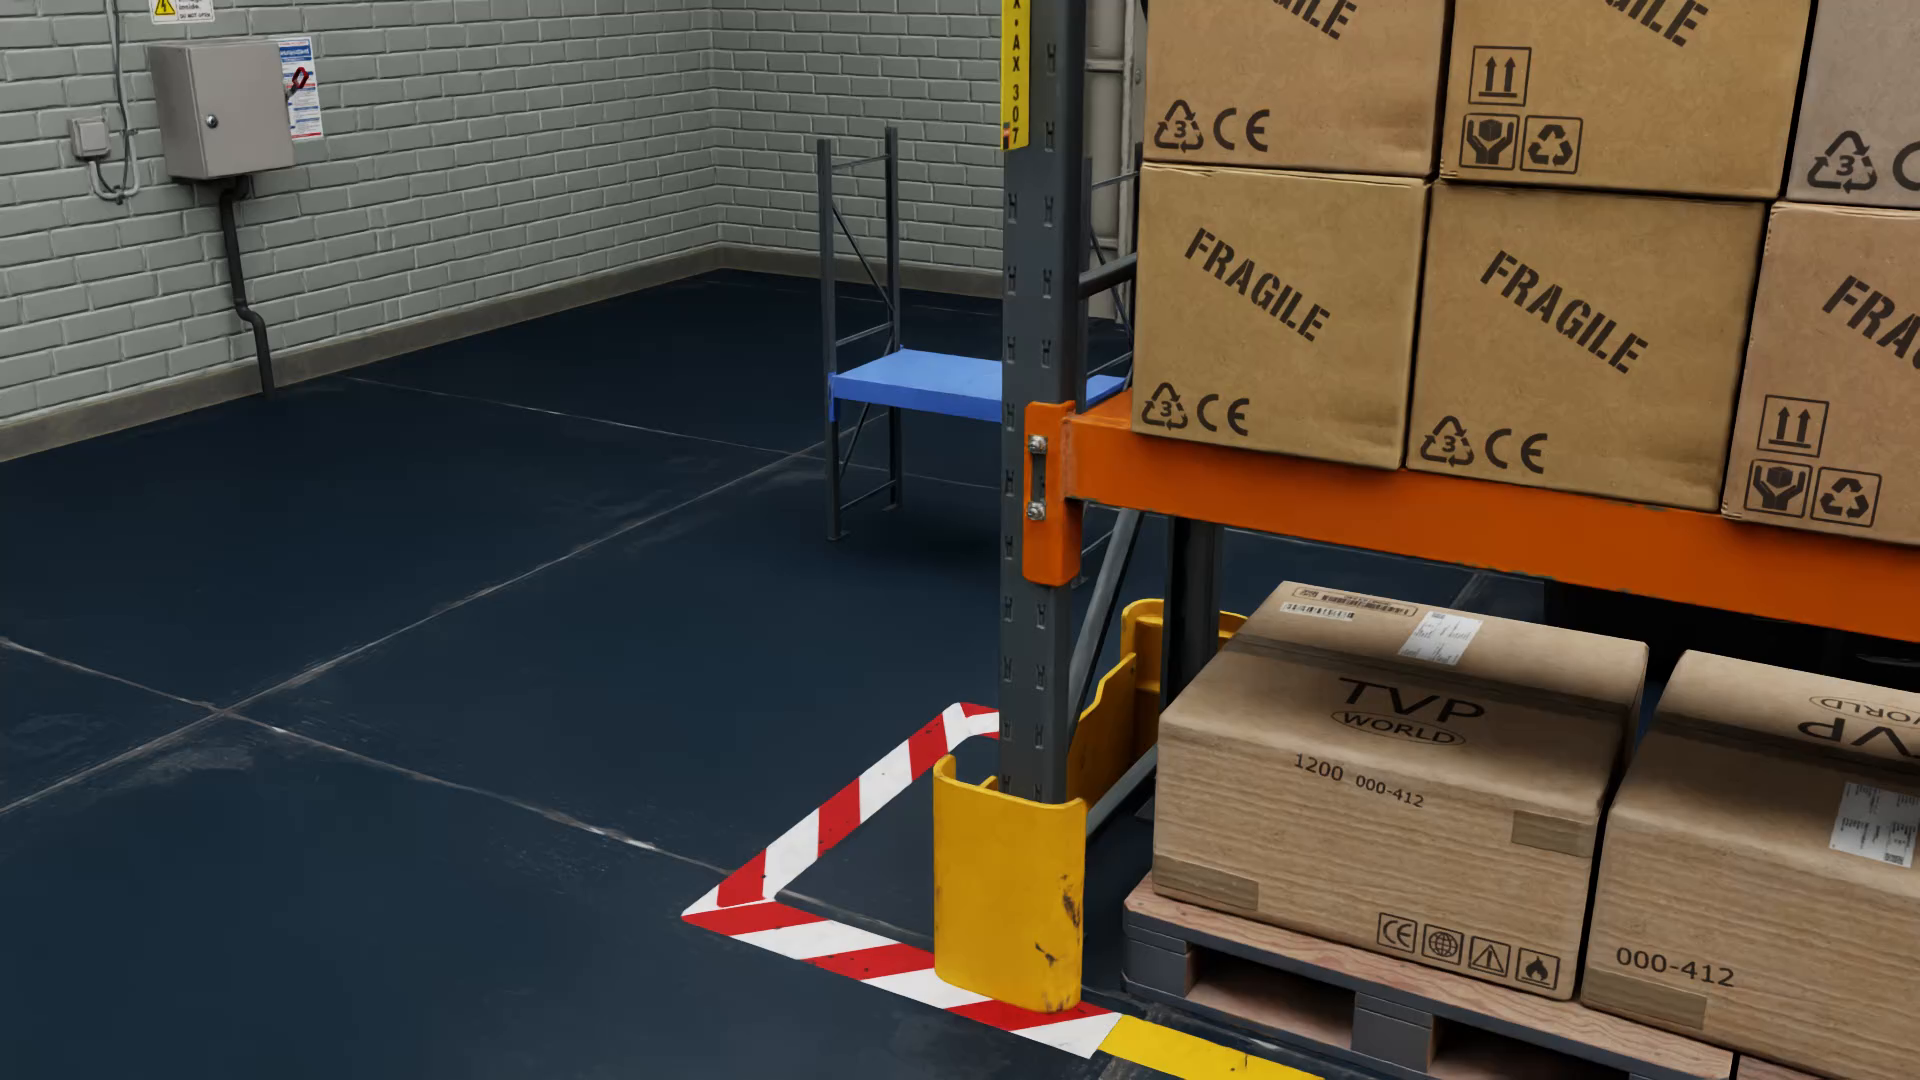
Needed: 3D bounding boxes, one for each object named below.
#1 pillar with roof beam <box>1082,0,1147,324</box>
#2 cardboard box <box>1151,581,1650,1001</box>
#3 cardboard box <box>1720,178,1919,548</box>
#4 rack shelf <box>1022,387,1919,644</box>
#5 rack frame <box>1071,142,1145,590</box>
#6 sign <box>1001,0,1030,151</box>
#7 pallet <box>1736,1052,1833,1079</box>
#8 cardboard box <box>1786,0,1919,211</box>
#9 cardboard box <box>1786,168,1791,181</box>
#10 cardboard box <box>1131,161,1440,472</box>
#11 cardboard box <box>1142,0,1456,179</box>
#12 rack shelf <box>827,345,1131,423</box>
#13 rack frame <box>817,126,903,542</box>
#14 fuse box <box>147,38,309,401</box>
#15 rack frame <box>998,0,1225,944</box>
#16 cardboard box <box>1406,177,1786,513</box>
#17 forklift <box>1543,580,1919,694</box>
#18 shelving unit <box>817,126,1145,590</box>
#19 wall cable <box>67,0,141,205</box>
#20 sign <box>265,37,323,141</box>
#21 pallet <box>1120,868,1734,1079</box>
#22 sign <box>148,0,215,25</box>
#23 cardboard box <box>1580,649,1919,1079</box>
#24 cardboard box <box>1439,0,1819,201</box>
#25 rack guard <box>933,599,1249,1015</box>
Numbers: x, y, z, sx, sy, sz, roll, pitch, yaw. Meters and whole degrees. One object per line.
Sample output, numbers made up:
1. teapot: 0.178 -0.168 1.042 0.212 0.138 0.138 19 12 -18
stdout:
1. pillar with roof beam: -1.221 -4.318 5.071 0.400 9.000 9.100 11 23 27
2. cardboard box: 1.000 0.503 3.721 0.875 0.438 0.875 10 22 25
3. cardboard box: 1.545 -0.300 2.646 0.500 0.500 0.500 11 22 27
4. rack shelf: 2.121 0.087 2.782 4.000 0.370 1.077 11 23 27
5. rack frame: 0.518 -0.606 5.837 0.032 1.500 0.500 11 23 27
6. sign: 0.099 -0.864 2.962 0.005 0.325 0.100 11 23 27
7. pallet: 2.172 1.040 3.189 1.213 0.211 1.003 11 23 27
8. cardboard box: 1.563 -0.769 2.474 0.500 0.500 0.500 11 22 27
9. cardboard box: 1.356 -0.542 3.313 0.500 0.500 0.500 10 22 26
10. cardboard box: 0.654 -0.466 3.103 0.500 0.500 0.500 11 22 27
11. cardboard box: 0.655 -0.936 2.935 0.500 0.500 0.500 10 22 26
12. rack shelf: 0.074 -0.522 6.132 1.000 0.185 0.538 11 23 27
13. rack frame: -0.369 -0.775 6.303 0.032 1.500 0.500 11 23 27
14. fuse box: -3.407 -1.510 8.019 0.414 1.711 0.539 11 23 27
15. rack frame: 0.375 -0.584 3.576 0.127 3.000 1.000 11 23 27
16. cardboard box: 1.109 -0.390 2.894 0.500 0.500 0.500 10 22 27
17. forklift: 3.439 -0.981 4.771 3.031 2.935 1.130 7 21 18
18. shelving unit: 0.074 -0.691 6.070 1.048 1.500 0.538 11 23 27
19. wall cable: -3.877 -2.416 7.138 0.122 1.984 0.588 11 23 27
20. sign: -3.347 -2.253 8.316 0.001 0.494 0.329 11 23 27
21. pallet: 1.111 0.837 3.749 1.213 0.211 1.003 11 23 27
22. sign: -3.615 -2.522 7.708 0.001 0.242 0.339 11 23 27
23. cardboard box: 1.803 0.653 3.308 0.875 0.438 0.875 11 23 29
24. cardboard box: 1.110 -0.853 2.704 0.500 0.500 0.500 10 22 26
25. rack guard: 0.354 0.587 4.013 0.348 0.500 1.175 11 23 27
